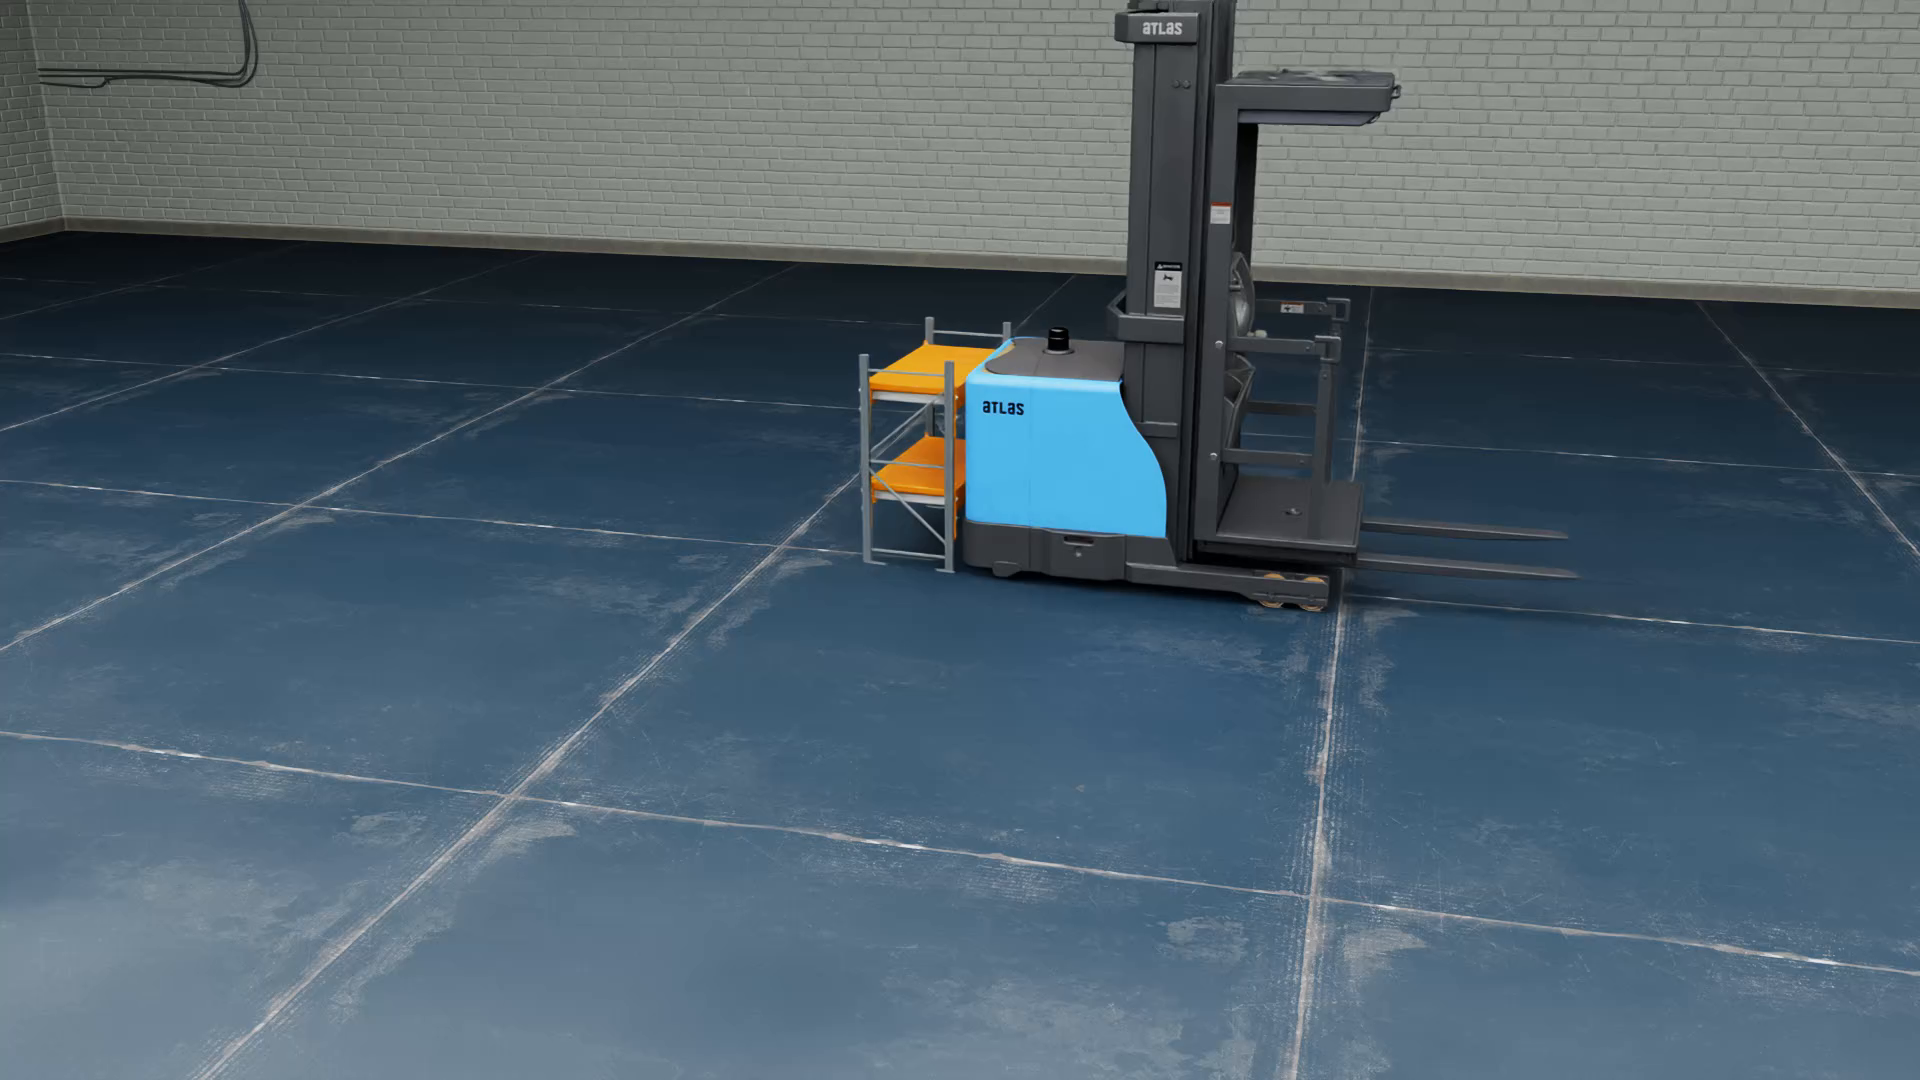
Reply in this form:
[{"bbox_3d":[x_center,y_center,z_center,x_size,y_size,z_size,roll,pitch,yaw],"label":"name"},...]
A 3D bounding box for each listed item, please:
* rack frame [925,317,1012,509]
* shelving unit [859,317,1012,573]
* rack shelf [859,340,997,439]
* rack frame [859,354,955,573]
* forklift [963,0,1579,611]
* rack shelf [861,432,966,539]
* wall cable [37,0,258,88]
[{"bbox_3d":[0.047,-0.701,9.501,0.500,1.125,0.032,6,20,17],"label":"rack frame"},{"bbox_3d":[-0.112,-0.545,9.044,0.538,1.125,1.048,6,20,17],"label":"shelving unit"},{"bbox_3d":[-0.112,-0.822,8.949,0.538,0.278,1.000,6,20,17],"label":"rack shelf"},{"bbox_3d":[-0.271,-0.389,8.587,0.500,1.125,0.032,6,20,17],"label":"rack frame"},{"bbox_3d":[1.589,-1.227,8.245,3.031,2.935,1.130,5,19,14],"label":"forklift"},{"bbox_3d":[-0.112,-0.314,9.123,0.538,0.278,1.000,6,20,17],"label":"rack shelf"},{"bbox_3d":[-9.457,-6.426,18.883,3.097,2.526,0.112,5,19,13],"label":"wall cable"}]
